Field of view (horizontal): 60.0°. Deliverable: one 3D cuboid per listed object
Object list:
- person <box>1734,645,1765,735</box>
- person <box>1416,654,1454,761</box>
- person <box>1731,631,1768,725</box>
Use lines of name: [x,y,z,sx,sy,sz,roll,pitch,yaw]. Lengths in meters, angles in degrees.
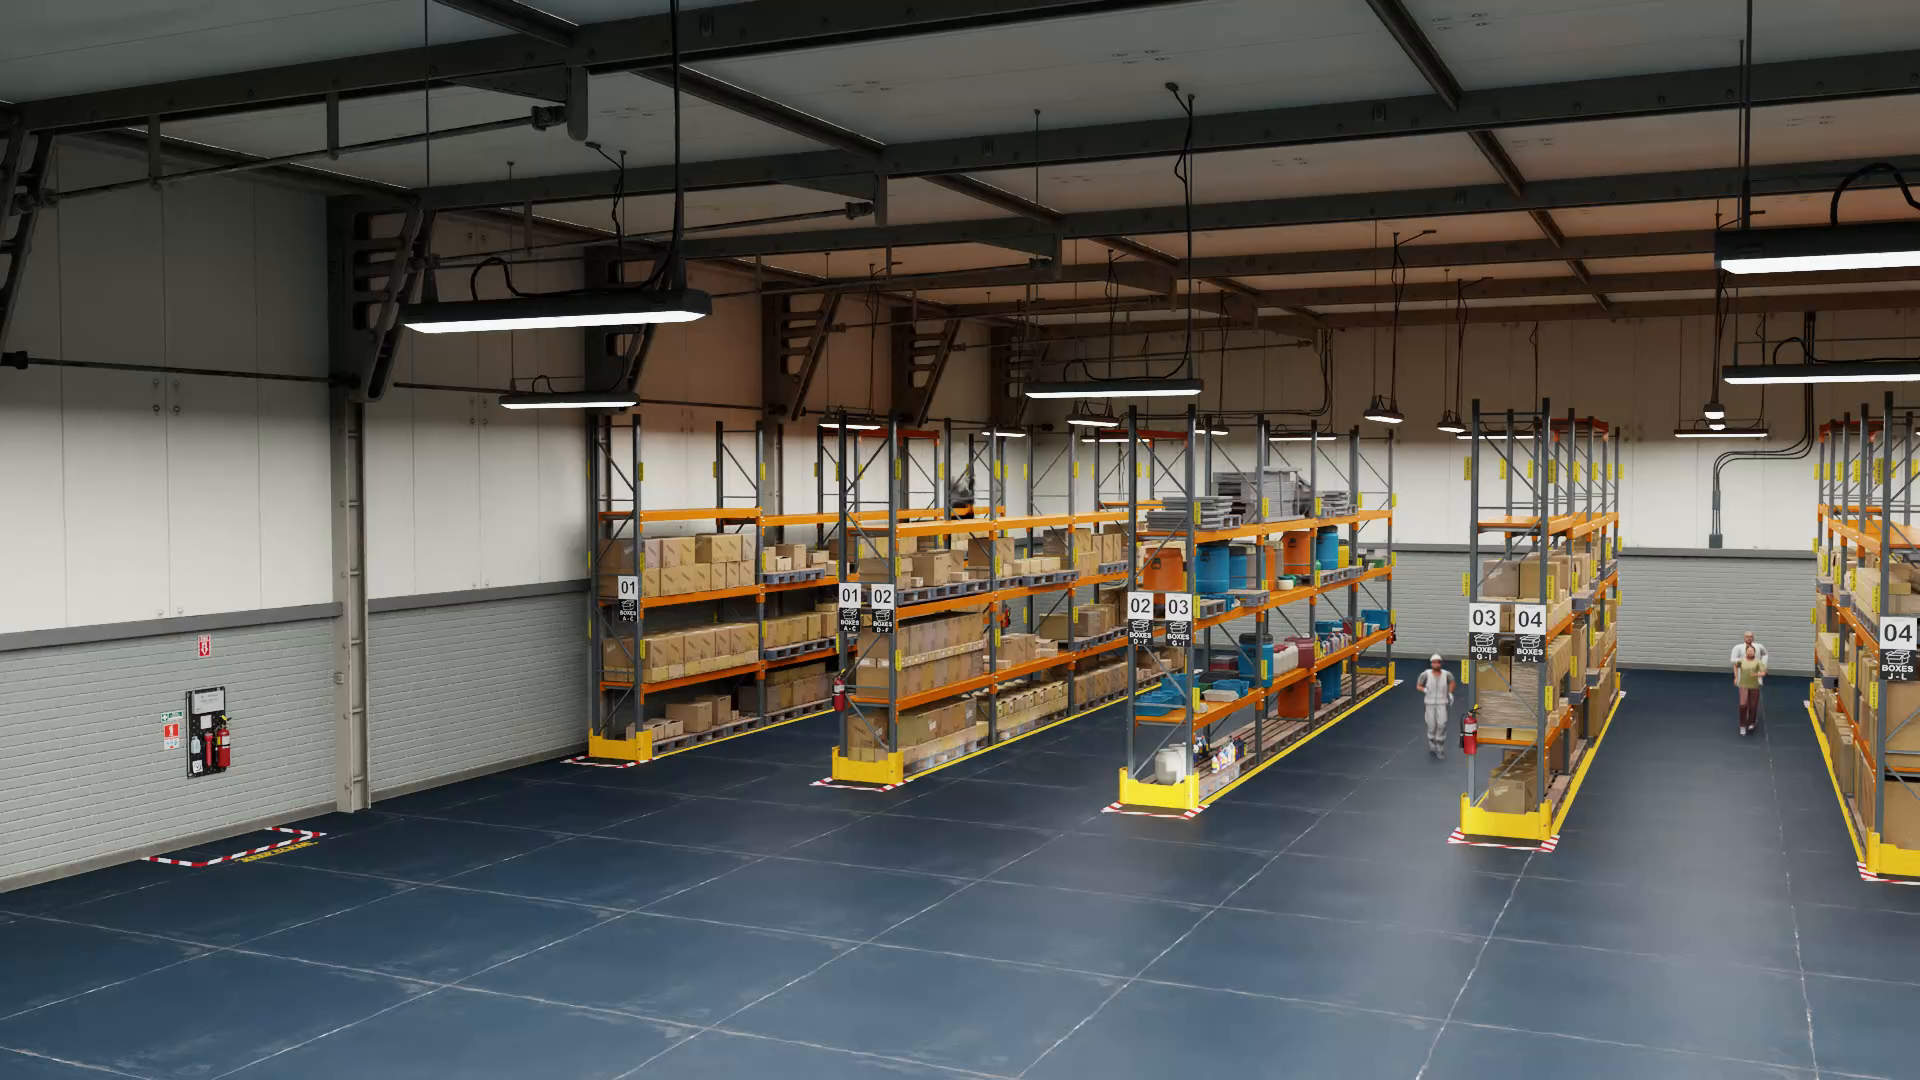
person: [15.081,2.859,31.773,0.545,1.721,0.730,1,3,25]
person: [8.310,2.914,29.100,0.637,1.836,0.788,1,2,16]
person: [15.757,2.740,33.205,0.675,1.838,0.844,1,3,26]
